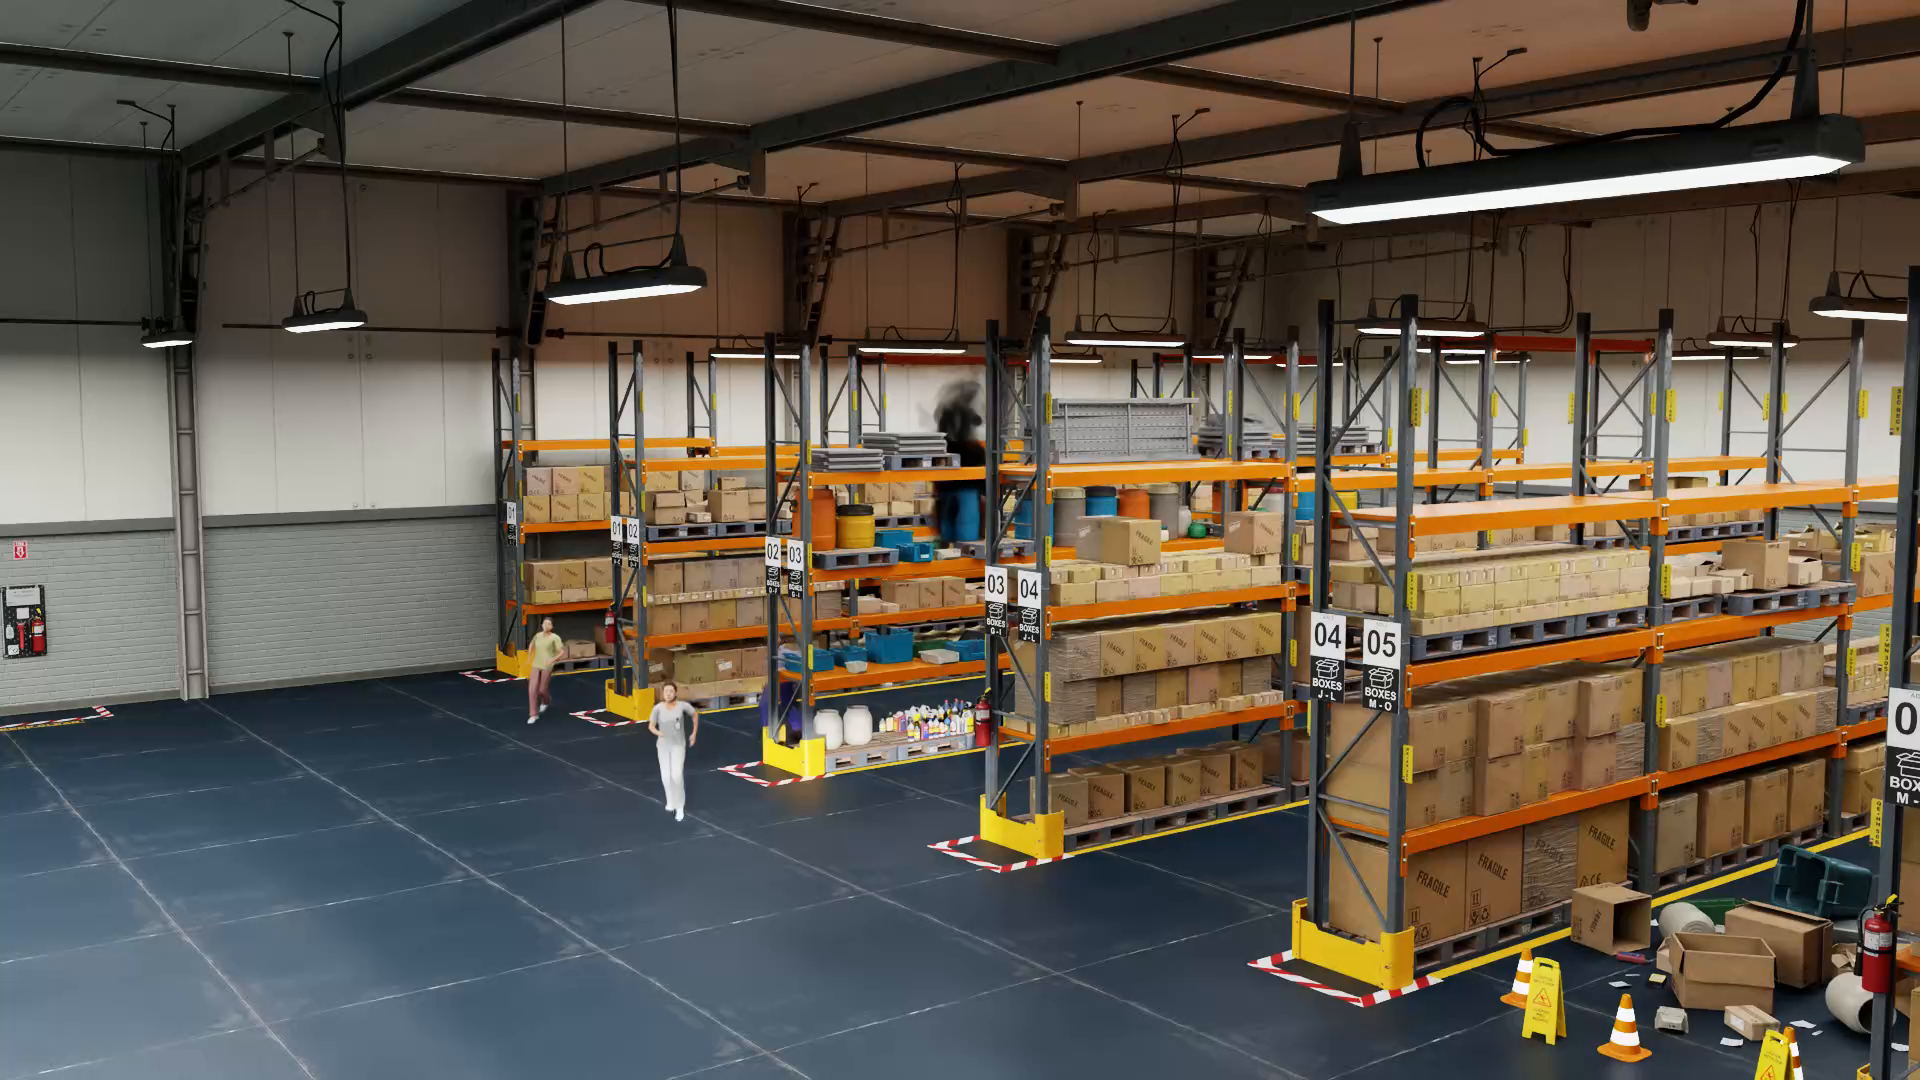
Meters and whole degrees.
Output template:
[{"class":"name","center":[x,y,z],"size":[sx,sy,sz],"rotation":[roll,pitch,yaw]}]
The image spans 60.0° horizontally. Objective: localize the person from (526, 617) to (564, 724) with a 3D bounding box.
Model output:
[{"class":"person","center":[-6.589,2.043,26.364],"size":[0.620,1.654,0.758],"rotation":[1,5,8]}]

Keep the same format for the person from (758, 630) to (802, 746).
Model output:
[{"class":"person","center":[-2.676,2.188,24.632],"size":[0.581,1.712,0.754],"rotation":[4,6,37]}]

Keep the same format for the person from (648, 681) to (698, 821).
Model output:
[{"class":"person","center":[-3.498,2.567,20.273],"size":[0.577,1.712,0.712],"rotation":[0,5,-1]}]
